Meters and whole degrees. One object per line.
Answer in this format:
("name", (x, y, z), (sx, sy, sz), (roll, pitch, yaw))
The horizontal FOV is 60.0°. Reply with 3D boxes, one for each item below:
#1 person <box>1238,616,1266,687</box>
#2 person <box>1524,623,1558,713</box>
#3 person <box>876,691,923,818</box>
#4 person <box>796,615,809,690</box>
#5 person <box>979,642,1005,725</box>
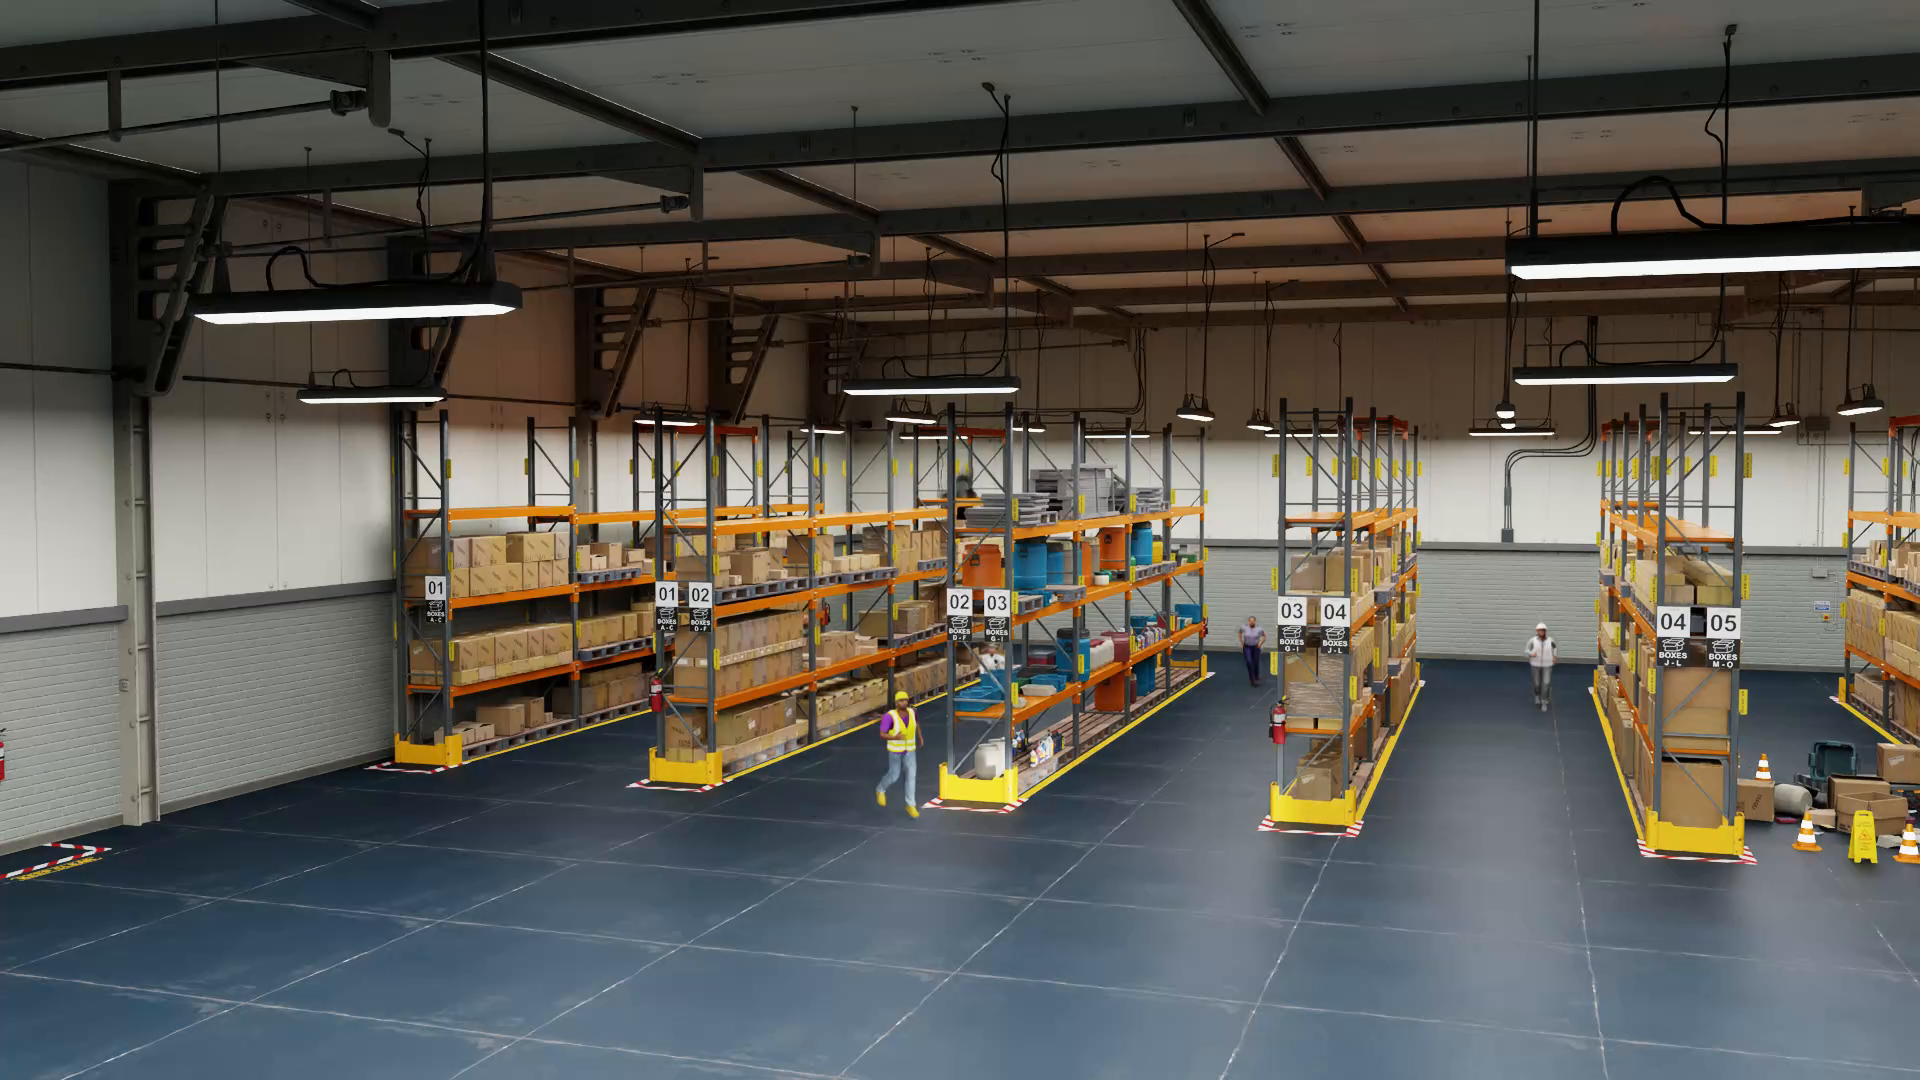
("person", (6.755, 2.531, 38.456), (0.649, 1.600, 1.028), (0, 2, 10))
("person", (12.081, 2.627, 34.558), (0.676, 1.805, 0.928), (1, 3, 17))
("person", (-0.866, 3.074, 24.191), (0.716, 1.779, 0.986), (-1, 3, -26))
("person", (-3.453, 2.555, 37.137), (0.642, 1.785, 0.798), (0, 2, 7))
("person", (0.625, 2.770, 32.328), (0.607, 1.649, 0.665), (1, 3, 14))
